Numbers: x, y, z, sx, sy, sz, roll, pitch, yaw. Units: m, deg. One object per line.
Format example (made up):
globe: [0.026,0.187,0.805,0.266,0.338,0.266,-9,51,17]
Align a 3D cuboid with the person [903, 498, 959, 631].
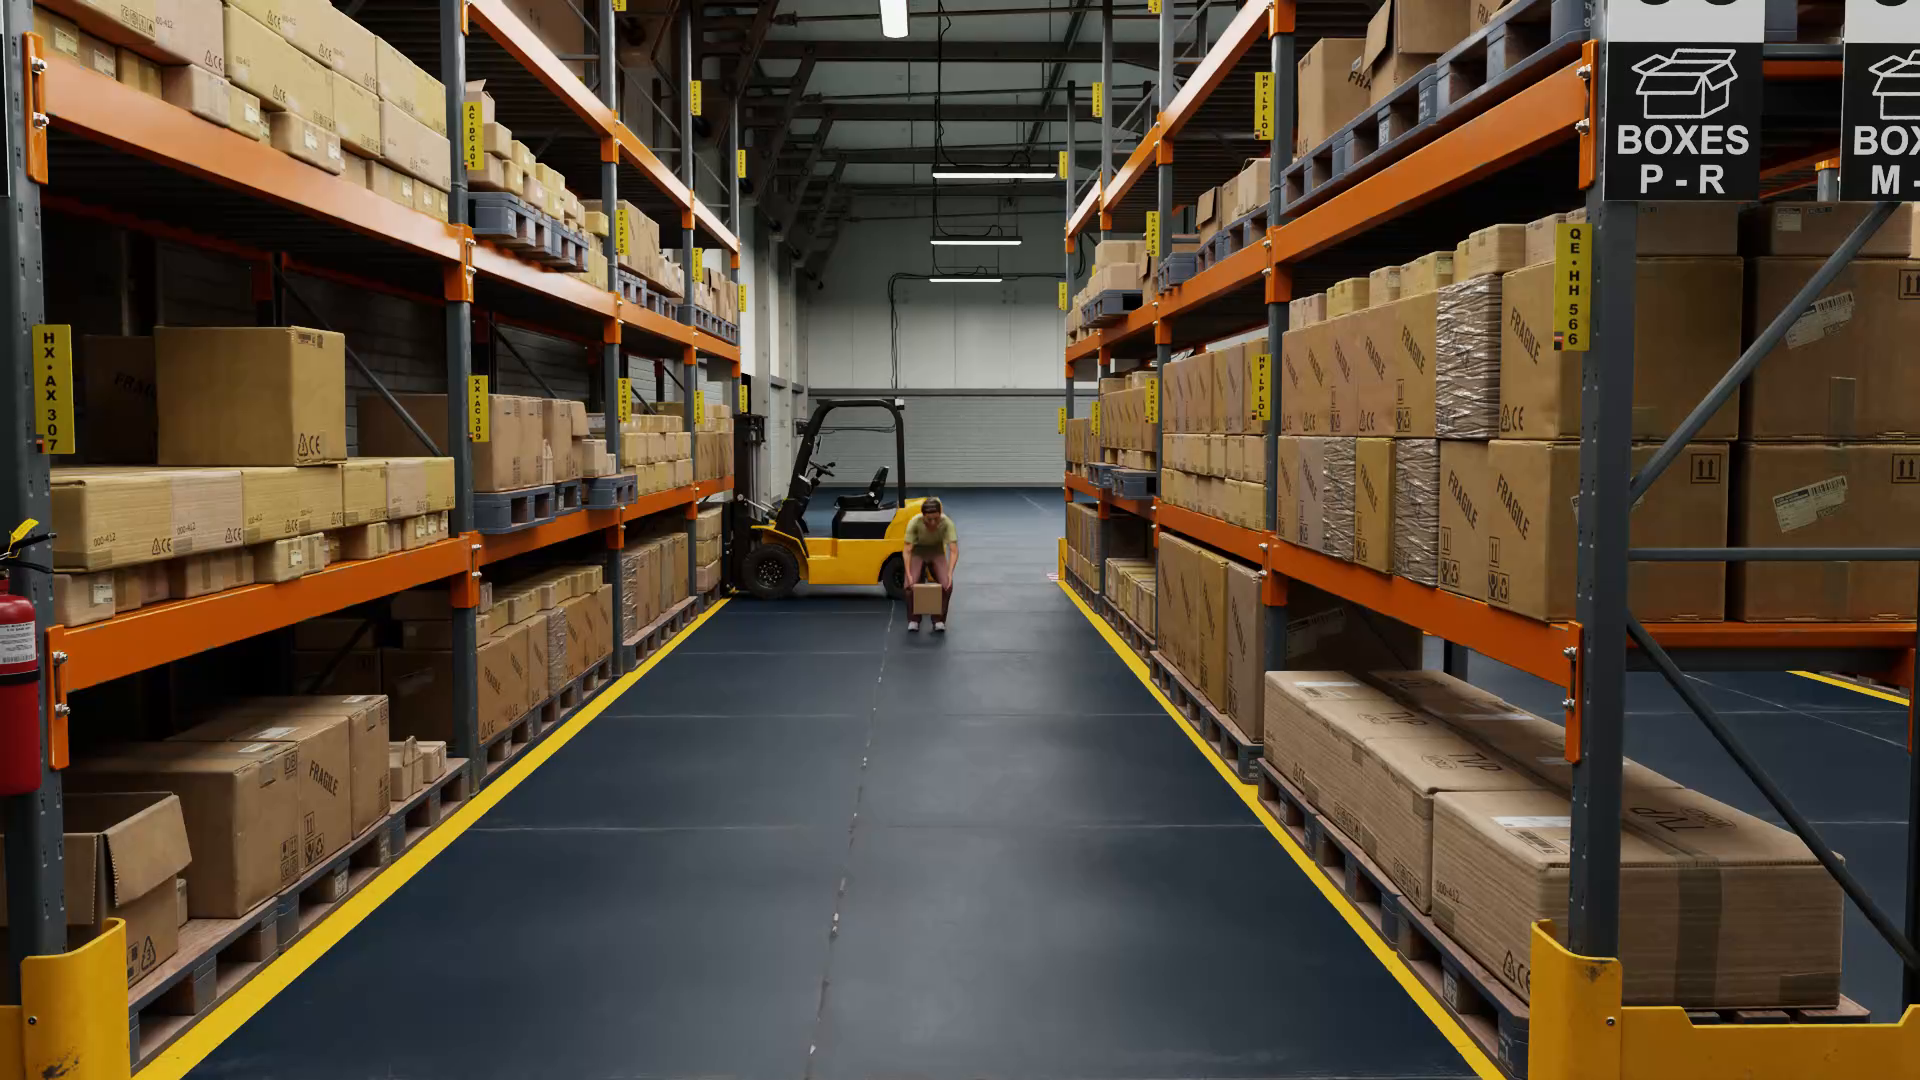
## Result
person: [-0.267,0.217,15.148,0.509,1.222,0.716,0,4,-1]
